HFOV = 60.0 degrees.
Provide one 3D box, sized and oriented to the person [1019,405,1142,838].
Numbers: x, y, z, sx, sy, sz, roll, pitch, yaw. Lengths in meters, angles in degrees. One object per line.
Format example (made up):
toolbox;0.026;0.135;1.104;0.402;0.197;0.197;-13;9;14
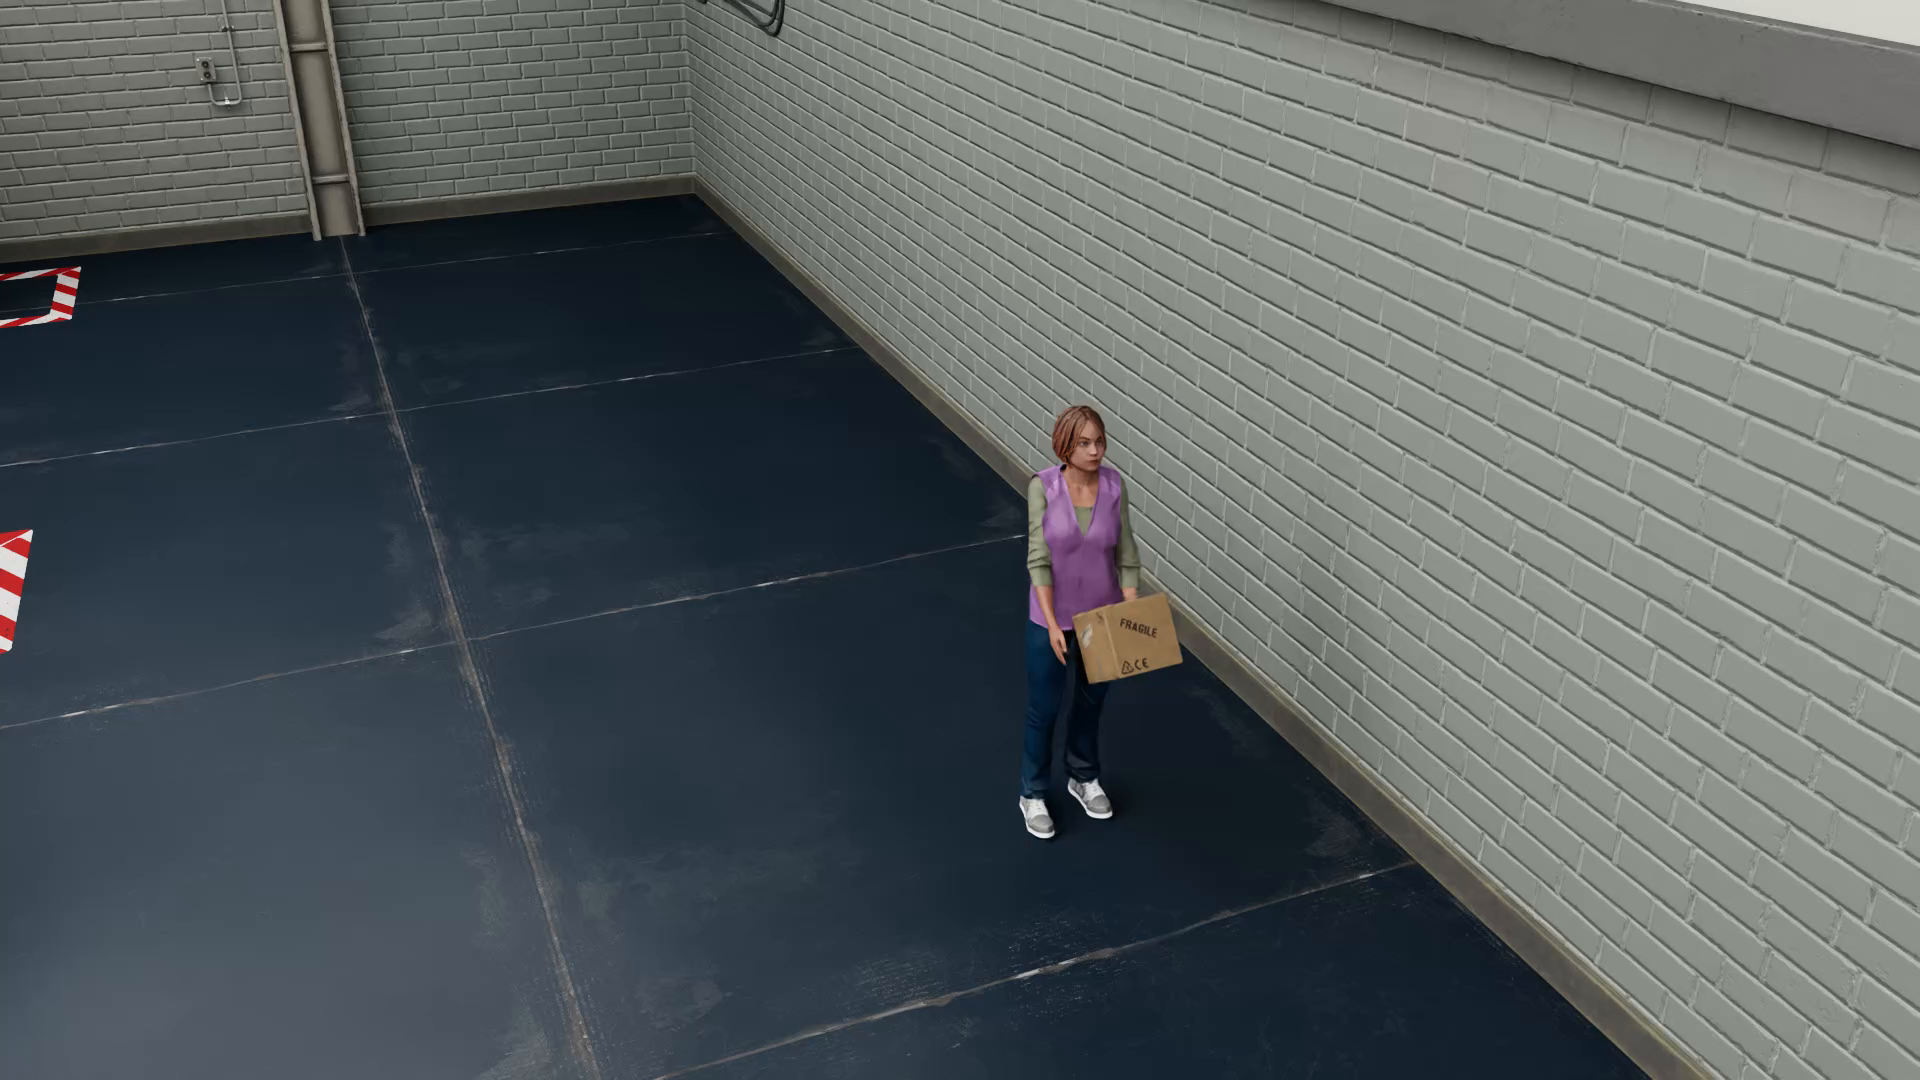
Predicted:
person;0.438;0.311;5.987;0.425;1.601;0.461;-6;27;-11
